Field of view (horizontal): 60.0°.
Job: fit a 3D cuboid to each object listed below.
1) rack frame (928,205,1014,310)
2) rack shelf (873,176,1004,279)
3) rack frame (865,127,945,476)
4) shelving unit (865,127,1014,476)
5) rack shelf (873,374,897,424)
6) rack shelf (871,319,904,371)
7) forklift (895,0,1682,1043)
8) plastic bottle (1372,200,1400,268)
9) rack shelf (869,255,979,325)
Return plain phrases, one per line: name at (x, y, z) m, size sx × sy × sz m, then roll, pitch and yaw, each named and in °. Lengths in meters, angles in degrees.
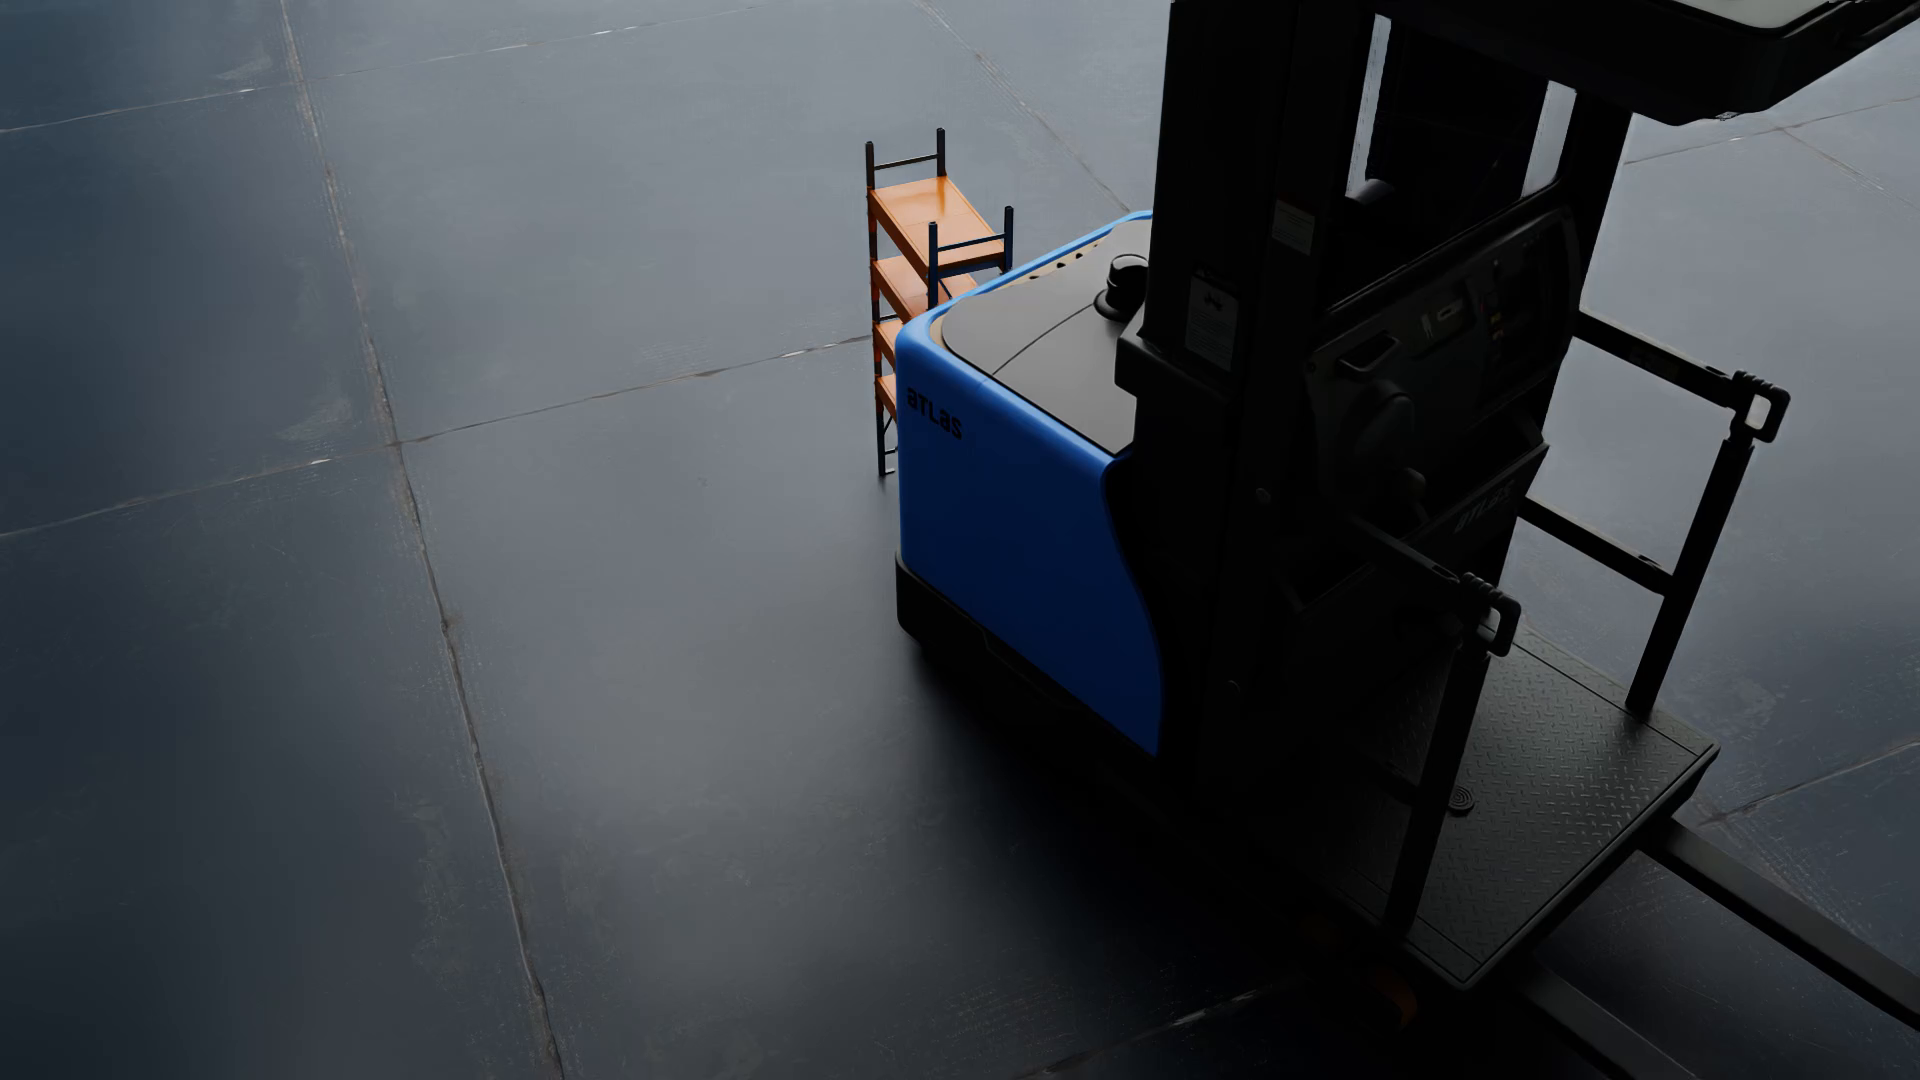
rack frame at (0.030, -0.408, 4.804) m, size 0.240 × 1.200 × 0.015 m, roll -15°, pitch 43°, yaw -17°
rack shelf at (-0.063, -0.882, 4.693) m, size 0.221 × 0.050 × 0.457 m, roll -15°, pitch 43°, yaw -17°
rack frame at (-0.157, -0.702, 5.146) m, size 0.240 × 1.200 × 0.015 m, roll -15°, pitch 43°, yaw -17°
shelving unit at (-5.186, -9.193, 14.446) m, size 0.597 × 1.949 × 28.100 m, roll -15°, pitch 43°, yaw -17°
rack shelf at (-0.063, -0.353, 5.148) m, size 0.258 × 0.148 × 0.480 m, roll -15°, pitch 43°, yaw -17°
rack shelf at (-5.189, -9.370, 14.300) m, size 0.597 × 1.490 × 28.088 m, roll -15°, pitch 43°, yaw -17°
forklift at (0.807, -0.574, 3.718) m, size 1.129 × 2.867 × 1.939 m, roll -30°, pitch 49°, yaw -30°
plastic bottle at (-4.796, -12.702, 18.359) m, size 4.230 × 1.202 × 39.851 m, roll -15°, pitch 43°, yaw -17°
rack shelf at (-0.063, -0.673, 4.873) m, size 0.258 × 0.148 × 0.480 m, roll -15°, pitch 43°, yaw -17°
